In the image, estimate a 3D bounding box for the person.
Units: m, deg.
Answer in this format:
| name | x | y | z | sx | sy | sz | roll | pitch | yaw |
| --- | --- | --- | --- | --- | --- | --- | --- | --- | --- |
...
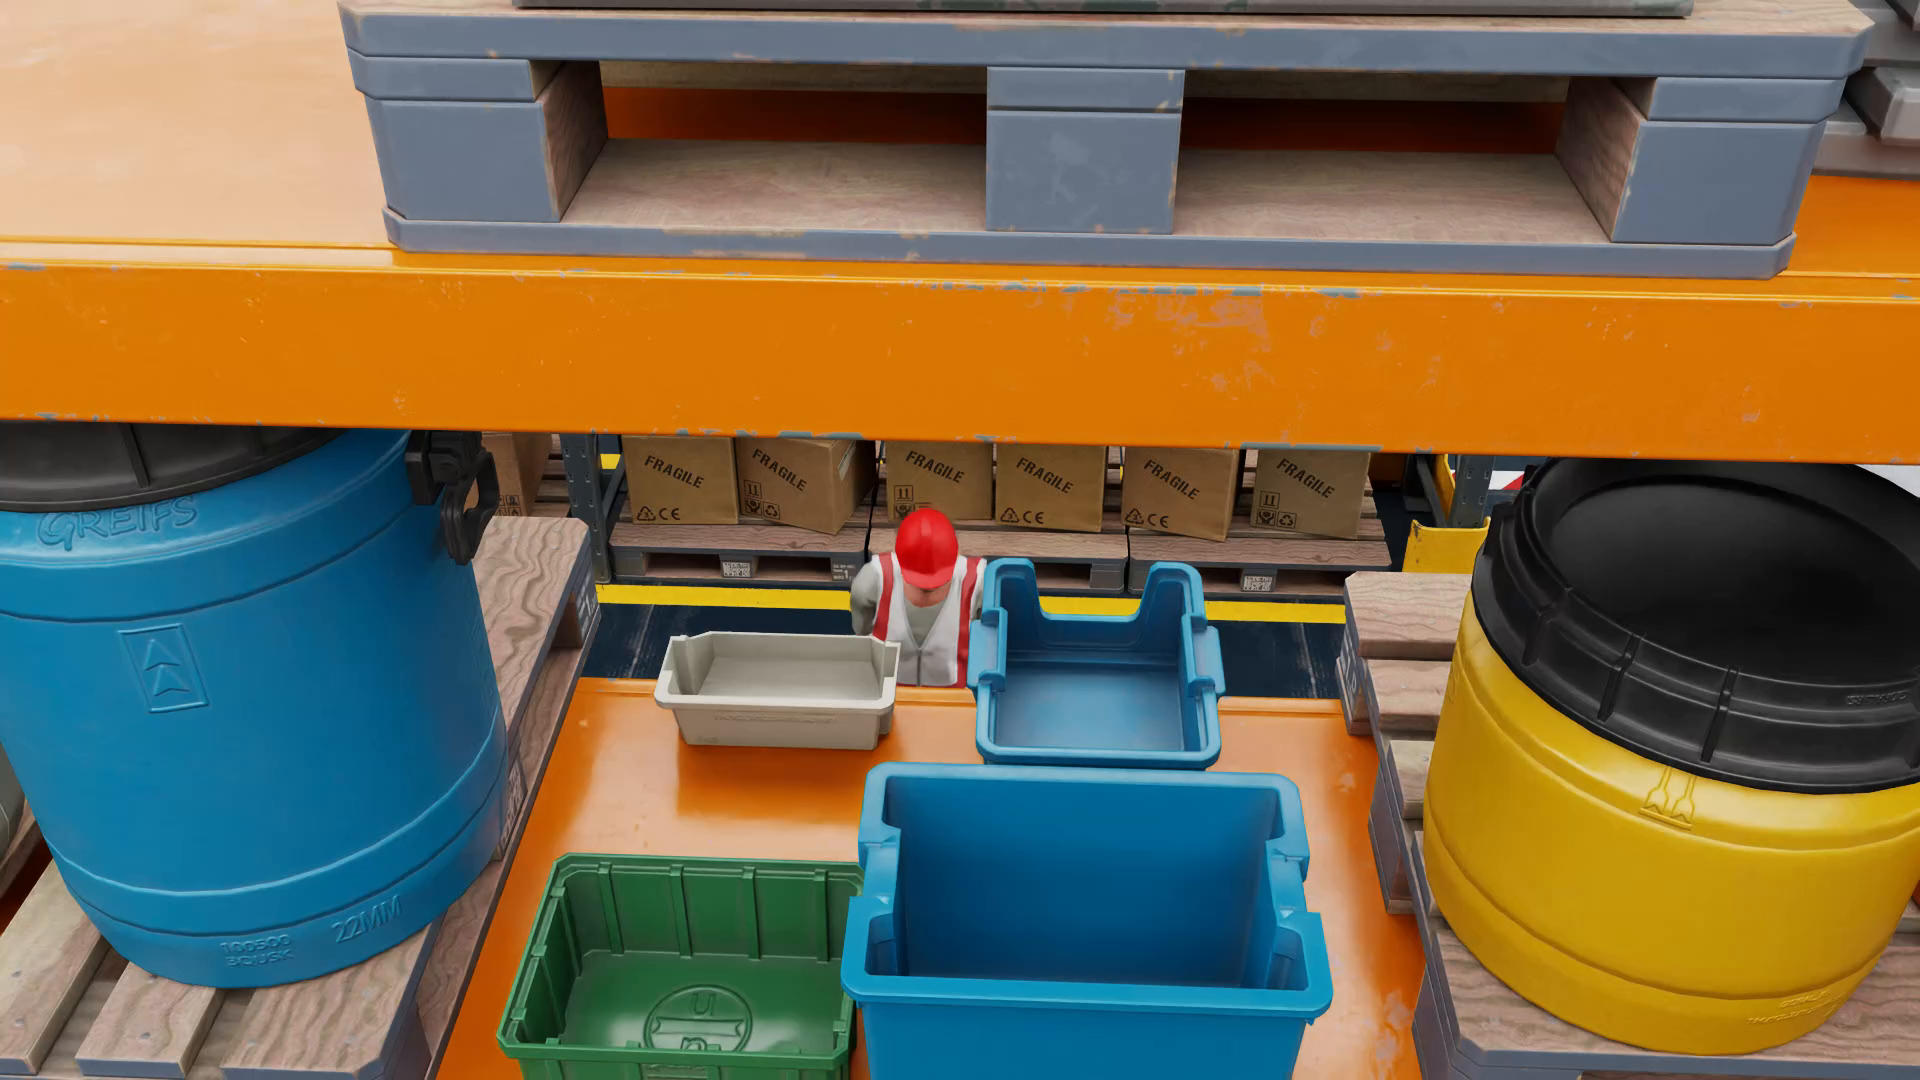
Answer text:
| name | x | y | z | sx | sy | sz | roll | pitch | yaw |
| --- | --- | --- | --- | --- | --- | --- | --- | --- | --- |
| person | -0.105 | 0.610 | 5.790 | 0.535 | 1.765 | 0.400 | 2 | 35 | 3 |
